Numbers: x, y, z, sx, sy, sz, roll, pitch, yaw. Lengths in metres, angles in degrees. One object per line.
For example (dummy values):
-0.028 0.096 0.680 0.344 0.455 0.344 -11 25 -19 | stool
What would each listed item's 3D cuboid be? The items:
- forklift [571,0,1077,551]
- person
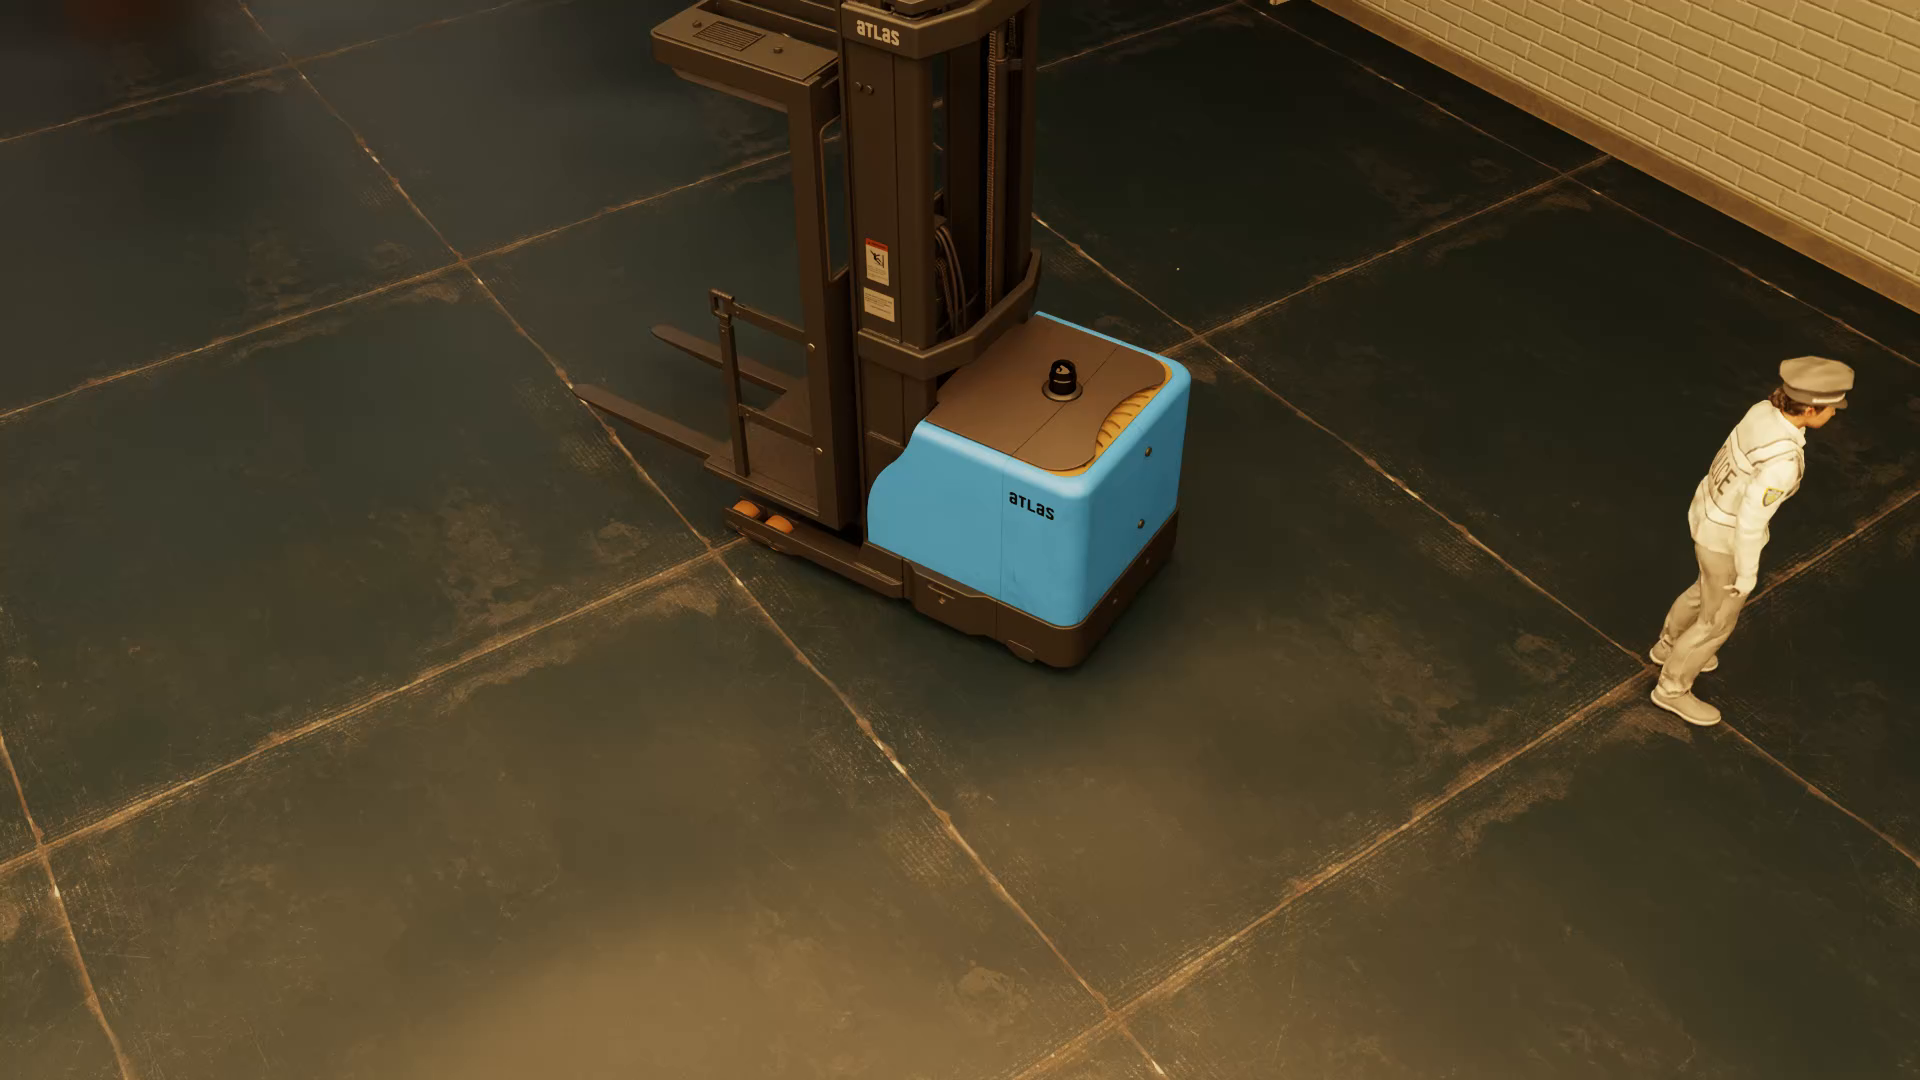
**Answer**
-0.508 -1.305 7.131 3.031 2.935 1.121 24 48 24 | forklift
3.109 -0.012 6.667 0.373 1.661 0.537 10 44 11 | person
